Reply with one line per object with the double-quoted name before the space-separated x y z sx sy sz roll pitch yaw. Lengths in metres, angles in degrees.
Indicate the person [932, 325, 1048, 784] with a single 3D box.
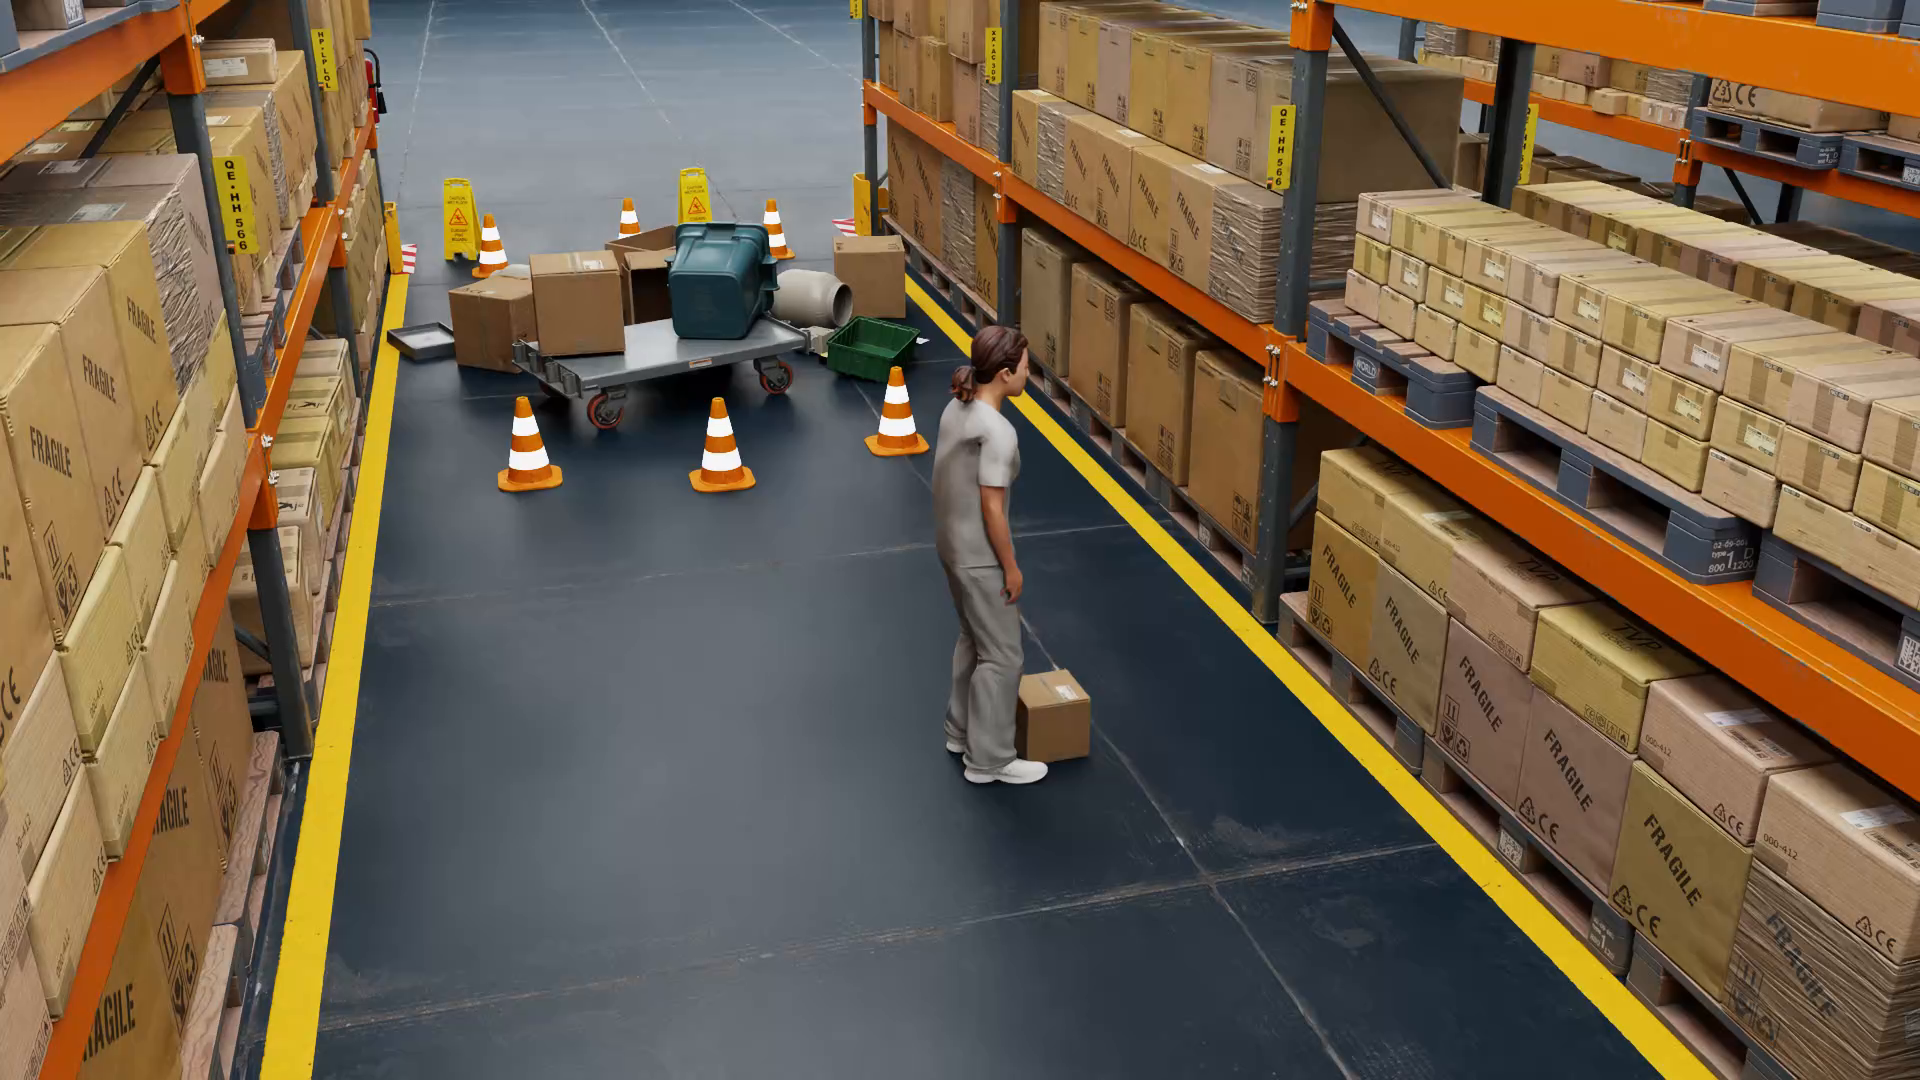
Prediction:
"person" 0.095 0.052 5.976 0.361 1.672 0.493 -7 24 -16
